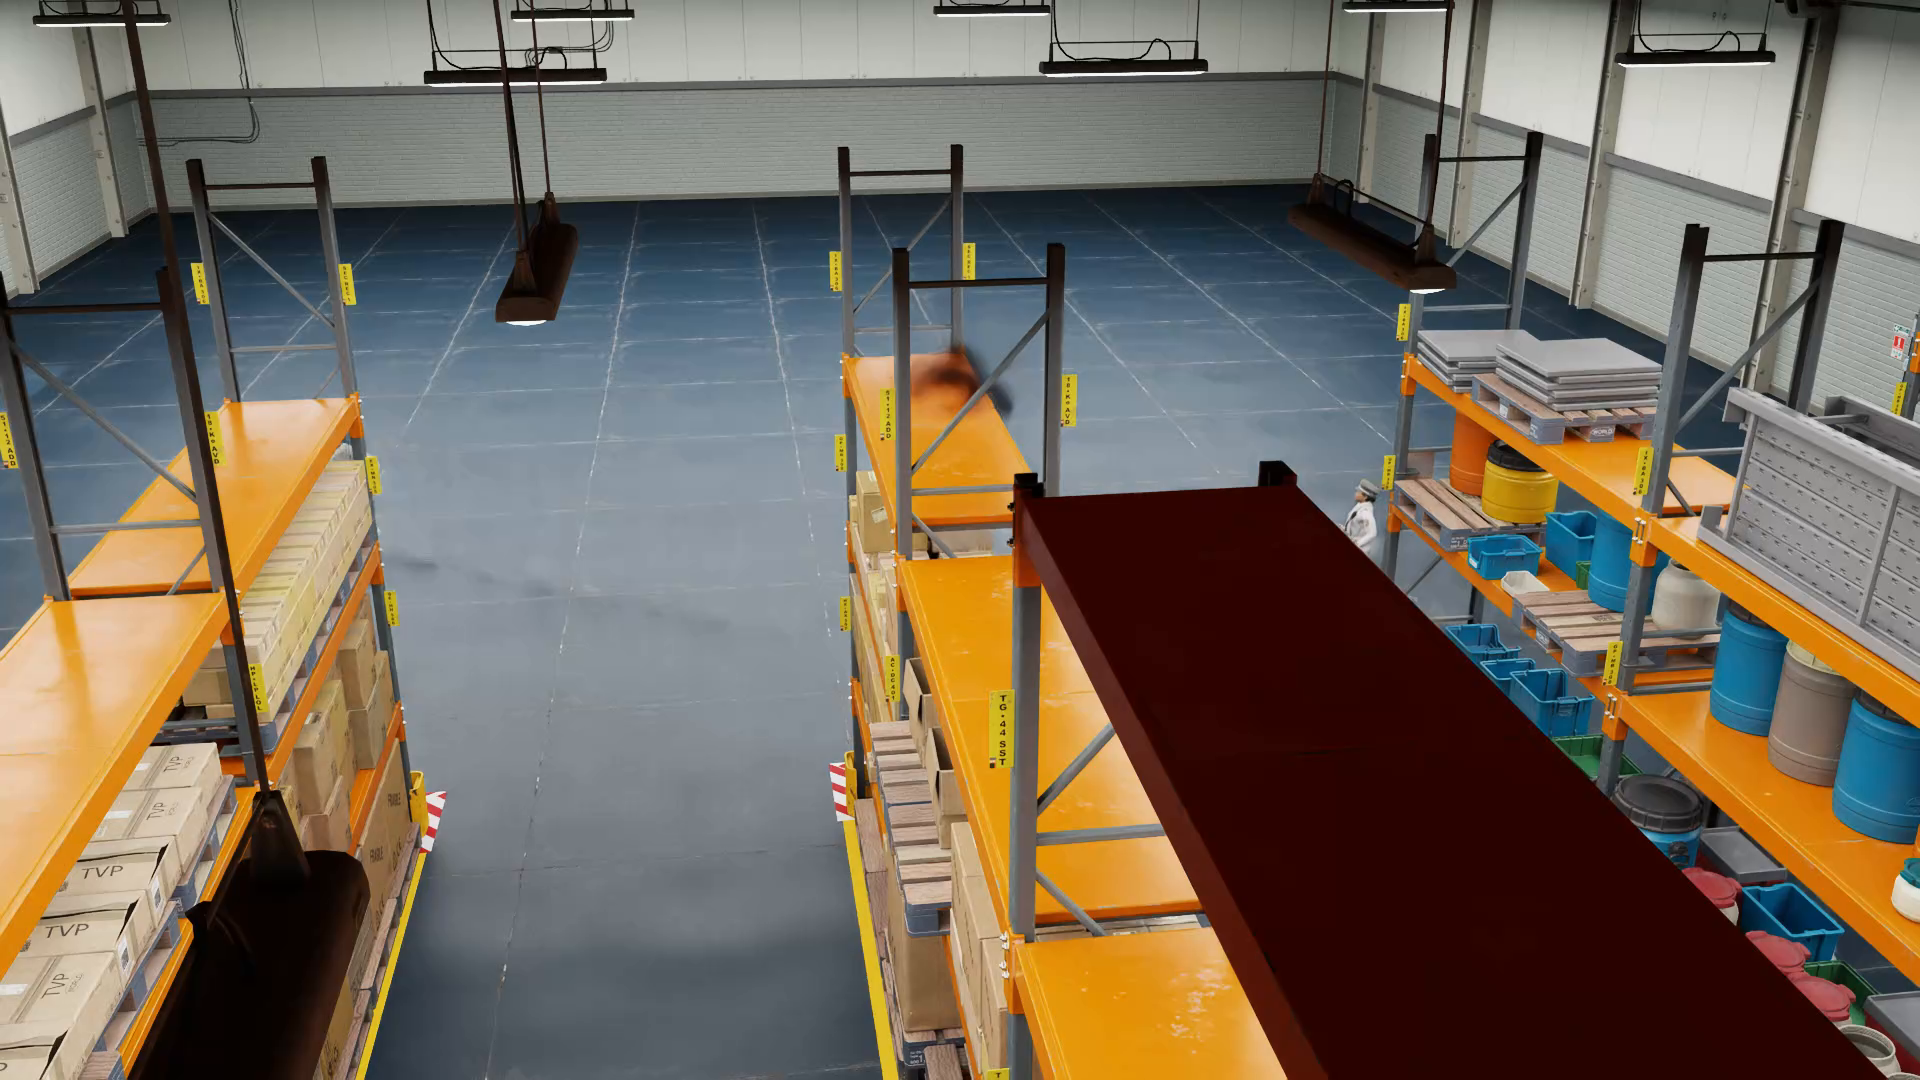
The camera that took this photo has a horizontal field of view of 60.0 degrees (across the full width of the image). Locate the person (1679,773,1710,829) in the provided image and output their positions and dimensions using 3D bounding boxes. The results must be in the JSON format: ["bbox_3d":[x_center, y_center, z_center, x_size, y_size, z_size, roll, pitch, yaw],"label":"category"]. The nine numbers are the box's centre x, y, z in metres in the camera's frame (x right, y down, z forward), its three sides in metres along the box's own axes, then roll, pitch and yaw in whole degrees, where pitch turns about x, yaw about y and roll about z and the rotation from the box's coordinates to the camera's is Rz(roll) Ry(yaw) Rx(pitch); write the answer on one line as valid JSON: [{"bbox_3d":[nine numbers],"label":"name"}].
[{"bbox_3d":[6.354,2.066,14.200,0.576,1.714,0.701,-2,22,-5],"label":"person"}]

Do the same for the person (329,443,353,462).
[{"bbox_3d":[-7.817,-0.639,21.067,0.737,1.643,0.510,8,23,19],"label":"person"}]

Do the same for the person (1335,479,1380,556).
[{"bbox_3d":[4.514,0.086,19.157,0.538,1.654,0.603,6,22,16],"label":"person"}]
